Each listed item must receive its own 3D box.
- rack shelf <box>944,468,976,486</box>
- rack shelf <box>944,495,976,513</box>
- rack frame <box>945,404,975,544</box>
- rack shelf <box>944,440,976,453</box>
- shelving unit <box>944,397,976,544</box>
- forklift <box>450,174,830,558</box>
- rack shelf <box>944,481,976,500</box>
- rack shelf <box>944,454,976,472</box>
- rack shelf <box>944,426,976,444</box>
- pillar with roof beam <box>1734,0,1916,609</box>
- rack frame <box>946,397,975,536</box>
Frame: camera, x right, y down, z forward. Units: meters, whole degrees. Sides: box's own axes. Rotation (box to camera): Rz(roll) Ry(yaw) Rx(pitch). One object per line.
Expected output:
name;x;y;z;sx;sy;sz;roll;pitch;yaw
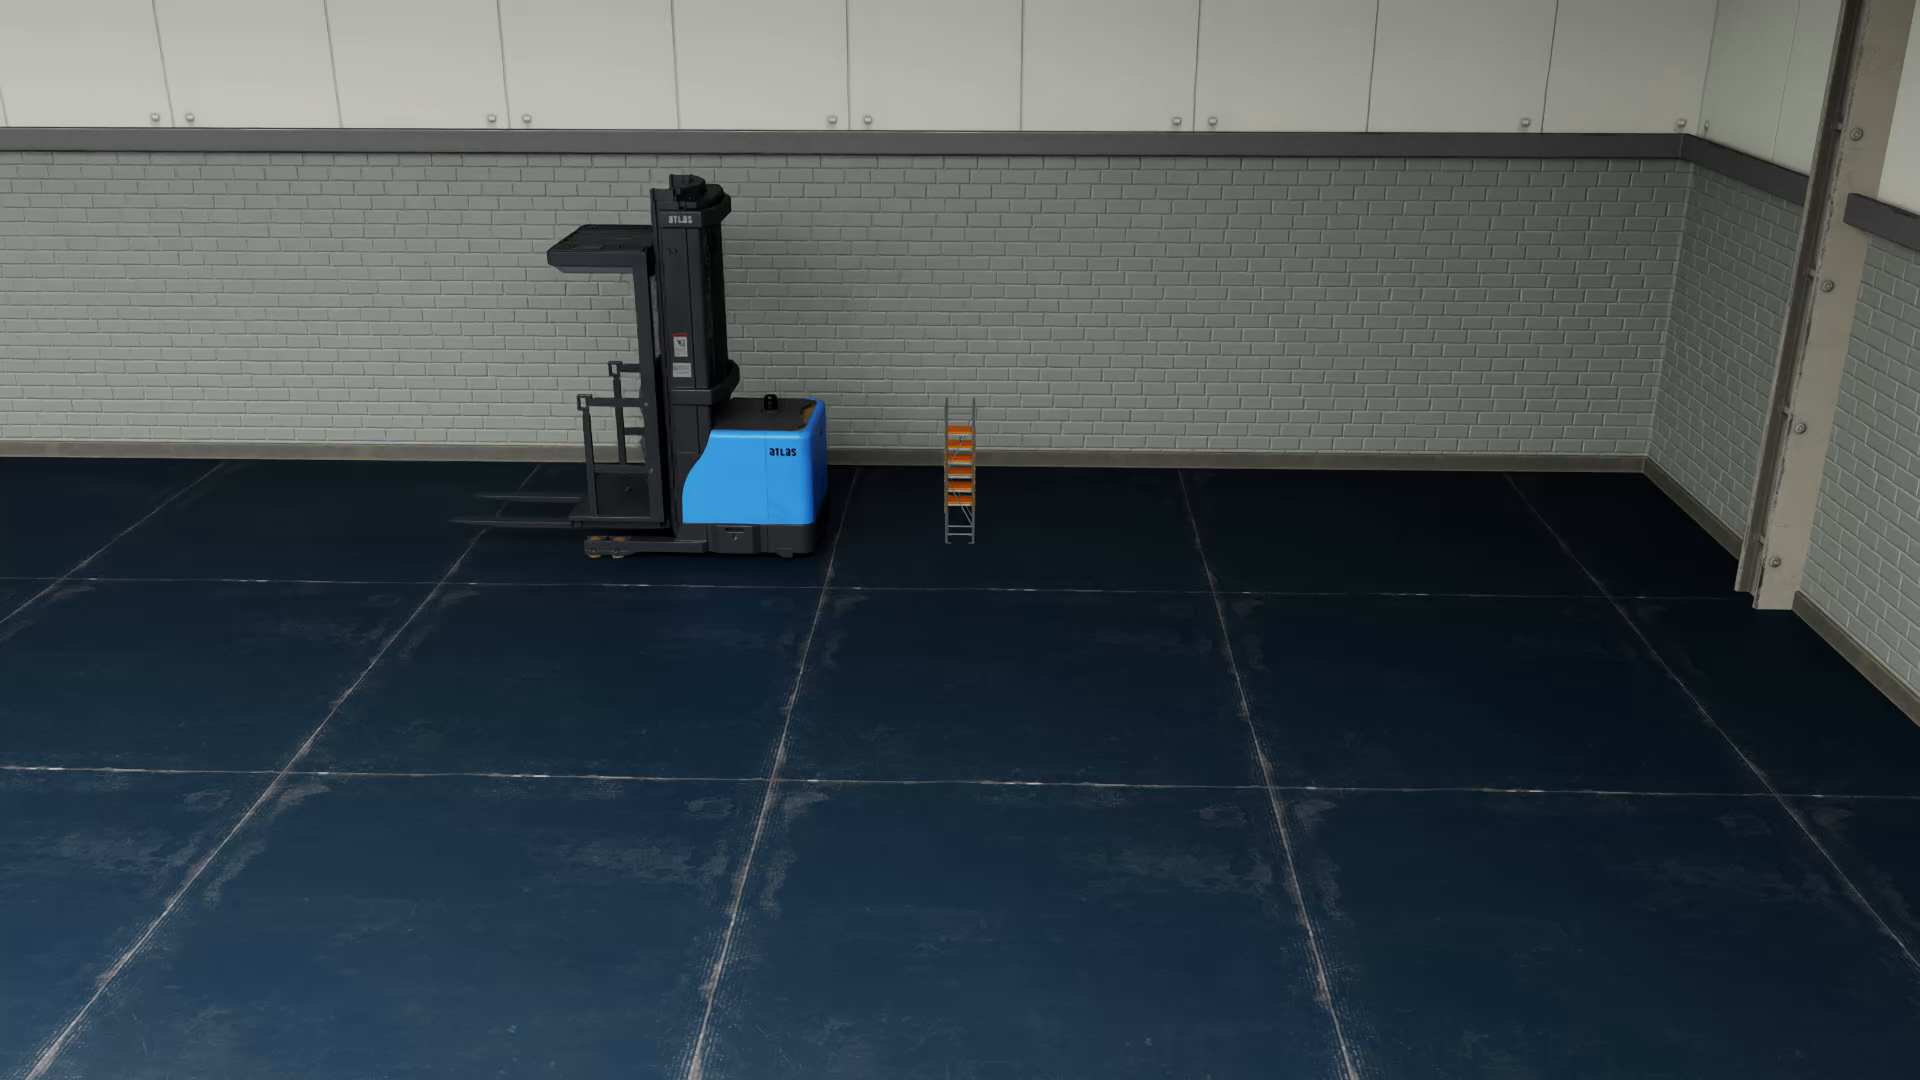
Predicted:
rack shelf;0.000;-0.523;13.635;0.258;0.103;0.180;1;21;2
rack shelf;0.000;-0.299;13.722;0.258;0.103;0.180;1;21;2
rack frame;-0.002;-0.532;13.533;0.240;1.200;0.006;1;21;2
rack shelf;0.000;-0.747;13.548;0.258;0.103;0.180;1;21;2
shelving unit;0.000;-0.565;13.619;0.258;1.200;0.189;1;21;2
forklift;-2.645;-1.408;13.400;3.031;2.935;1.130;1;21;3
rack shelf;0.000;-0.411;13.678;0.258;0.103;0.180;1;21;2
rack shelf;0.000;-0.635;13.591;0.258;0.103;0.180;1;21;2
rack shelf;0.000;-0.859;13.505;0.258;0.103;0.180;1;21;2
pillar with roof beam;1.827;-3.795;11.162;9.100;9.000;0.400;1;21;2
rack frame;0.003;-0.598;13.704;0.240;1.200;0.006;1;21;2
